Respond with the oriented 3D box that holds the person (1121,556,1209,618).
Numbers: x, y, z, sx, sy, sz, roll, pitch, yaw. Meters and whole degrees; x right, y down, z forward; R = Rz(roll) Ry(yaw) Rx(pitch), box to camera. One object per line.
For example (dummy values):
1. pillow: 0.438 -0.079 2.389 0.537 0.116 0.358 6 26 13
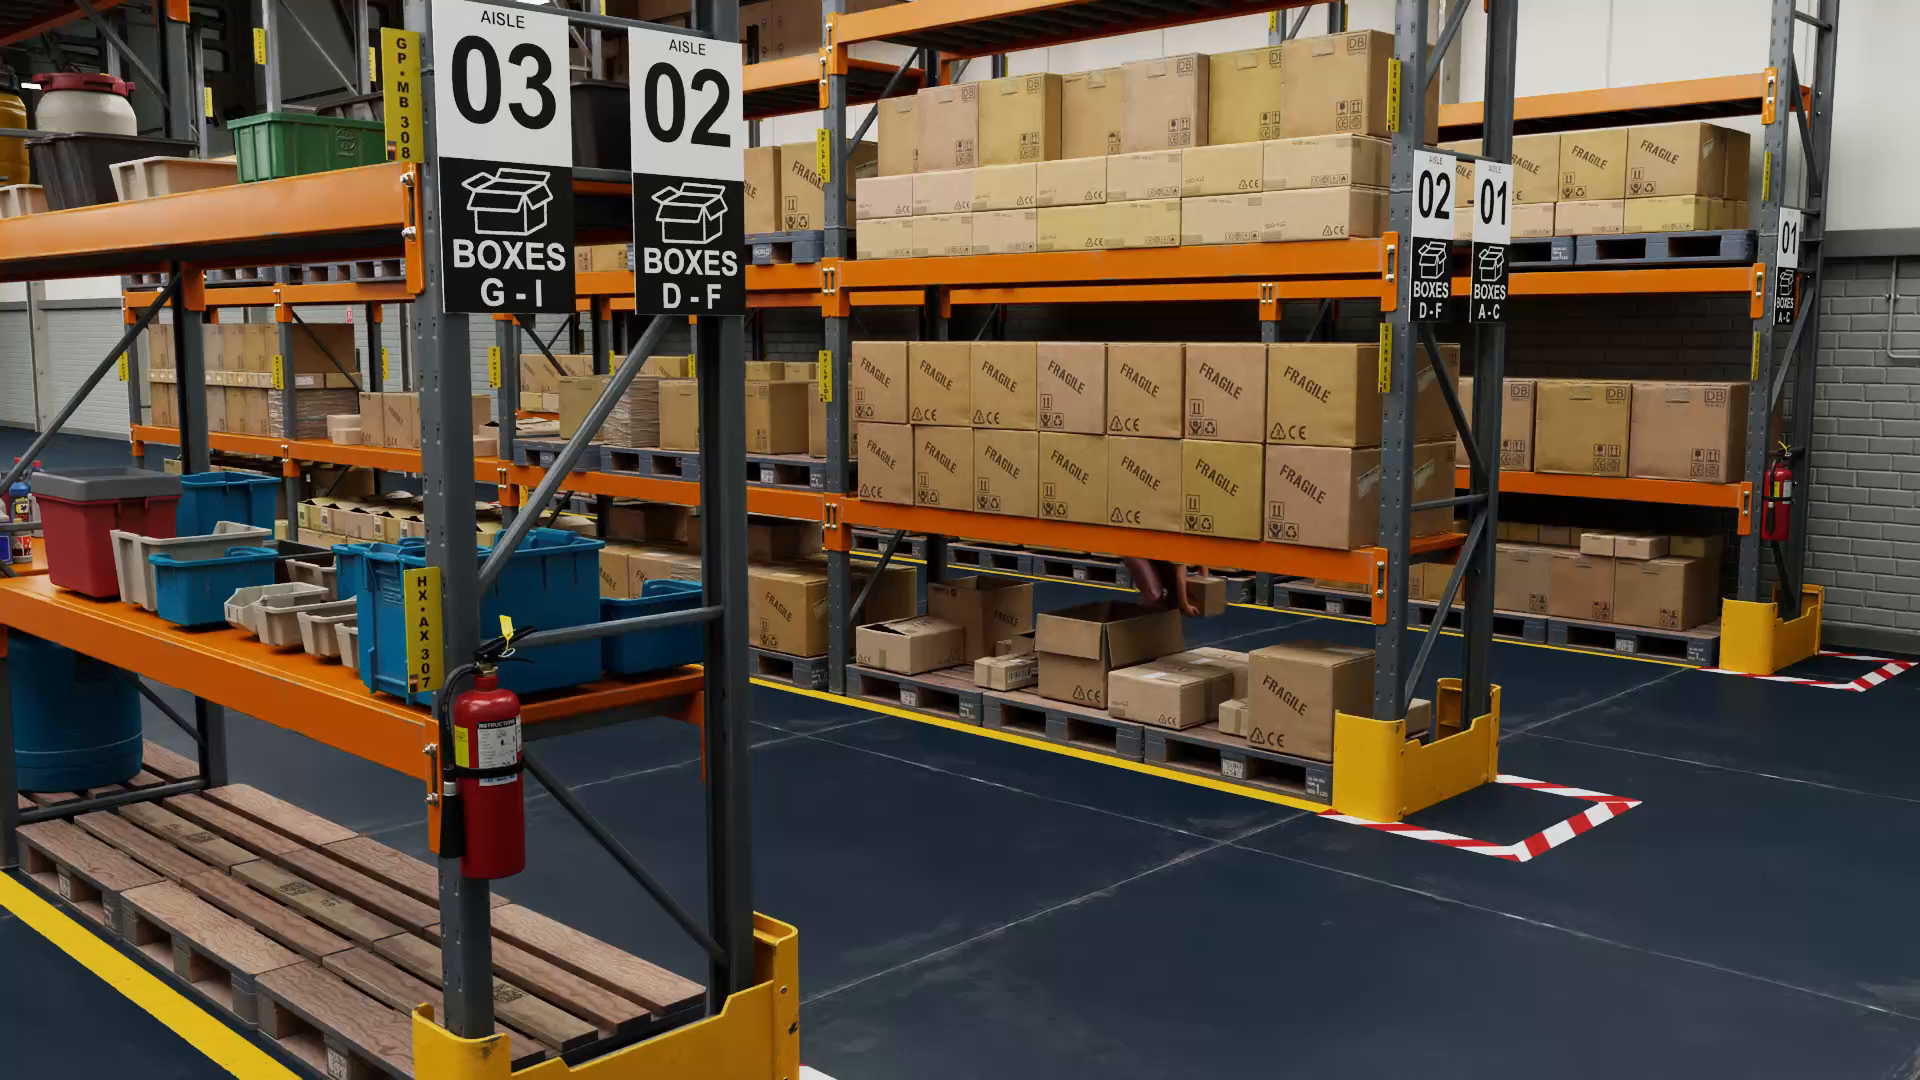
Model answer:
1. person: 1.563 0.303 12.150 0.860 1.104 0.455 6 9 41
